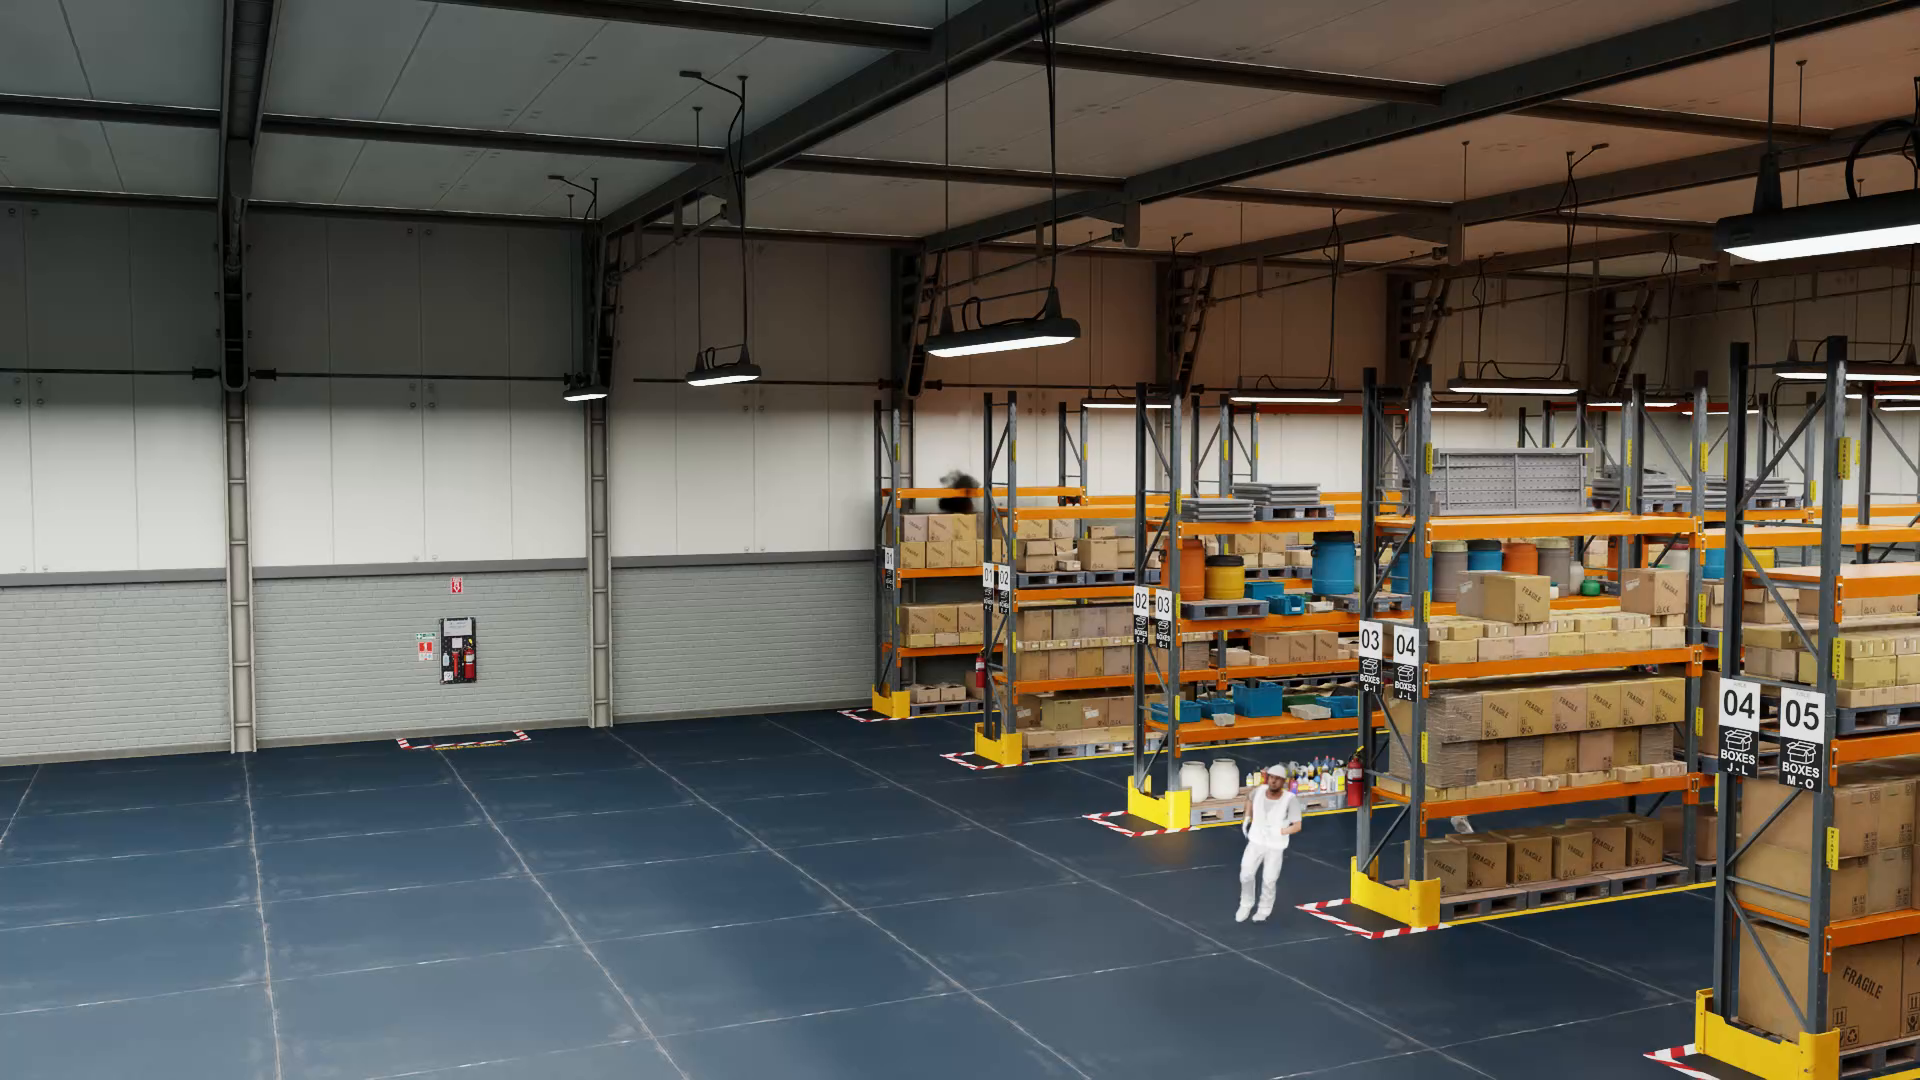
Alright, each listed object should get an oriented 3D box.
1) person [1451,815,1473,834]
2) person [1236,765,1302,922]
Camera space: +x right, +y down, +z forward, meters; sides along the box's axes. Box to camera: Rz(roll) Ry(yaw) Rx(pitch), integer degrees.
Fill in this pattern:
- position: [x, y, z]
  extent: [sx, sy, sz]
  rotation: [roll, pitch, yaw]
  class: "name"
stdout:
- position: [6.171, 3.084, 20.470]
  extent: [0.626, 1.772, 0.636]
  rotation: [-2, 4, -25]
  class: "person"
- position: [3.304, 3.255, 17.759]
  extent: [0.717, 1.749, 0.617]
  rotation: [2, 4, 25]
  class: "person"
